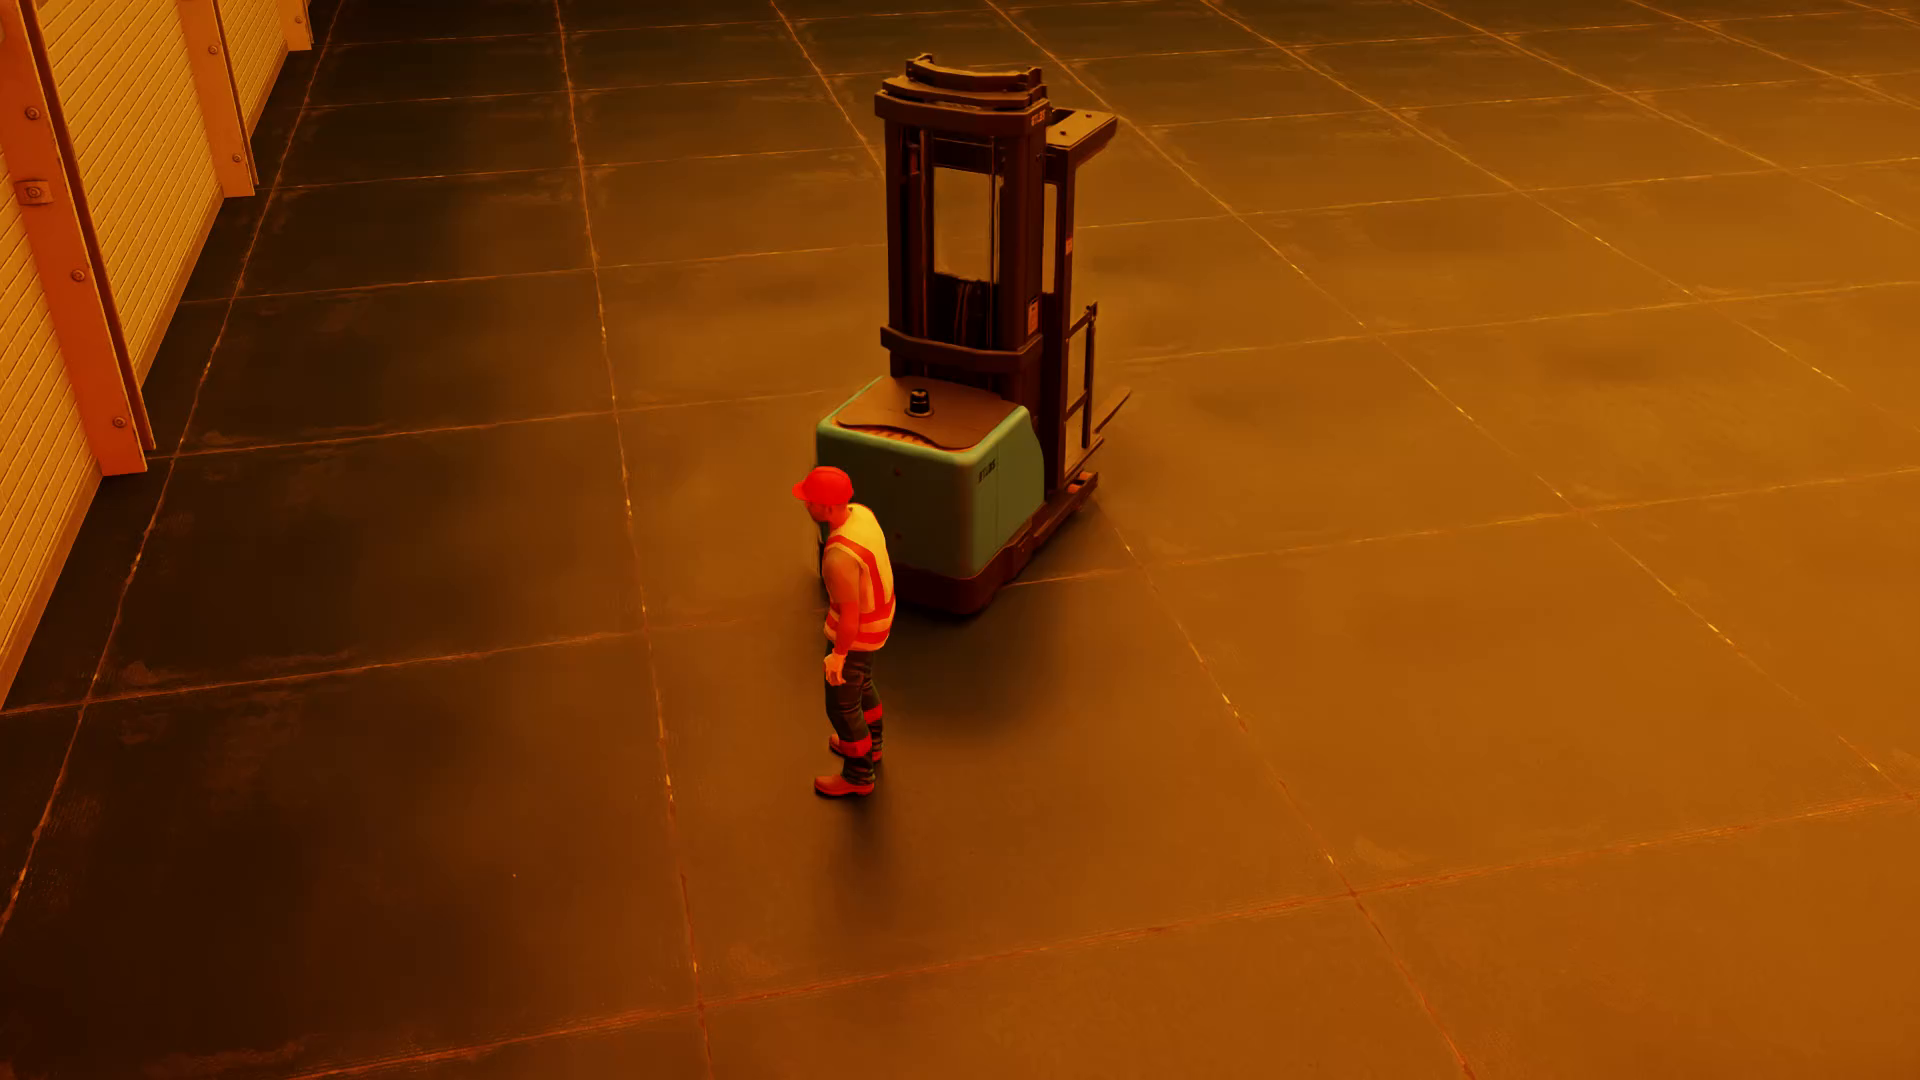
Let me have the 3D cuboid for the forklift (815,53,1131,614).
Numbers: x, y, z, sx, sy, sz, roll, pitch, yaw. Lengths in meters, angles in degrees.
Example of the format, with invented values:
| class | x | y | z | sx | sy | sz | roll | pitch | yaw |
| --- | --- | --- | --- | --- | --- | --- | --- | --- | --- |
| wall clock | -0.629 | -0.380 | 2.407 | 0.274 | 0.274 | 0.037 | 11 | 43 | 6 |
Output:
| class | x | y | z | sx | sy | sz | roll | pitch | yaw |
| --- | --- | --- | --- | --- | --- | --- | --- | --- | --- |
| forklift | 0.258 | -1.553 | 10.258 | 1.130 | 2.935 | 3.031 | 14 | 33 | 22 |

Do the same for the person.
| class | x | y | z | sx | sy | sz | roll | pitch | yaw |
| --- | --- | --- | --- | --- | --- | --- | --- | --- | --- |
| person | -0.540 | 0.430 | 7.986 | 0.451 | 1.778 | 0.611 | 4 | 30 | 7 |
